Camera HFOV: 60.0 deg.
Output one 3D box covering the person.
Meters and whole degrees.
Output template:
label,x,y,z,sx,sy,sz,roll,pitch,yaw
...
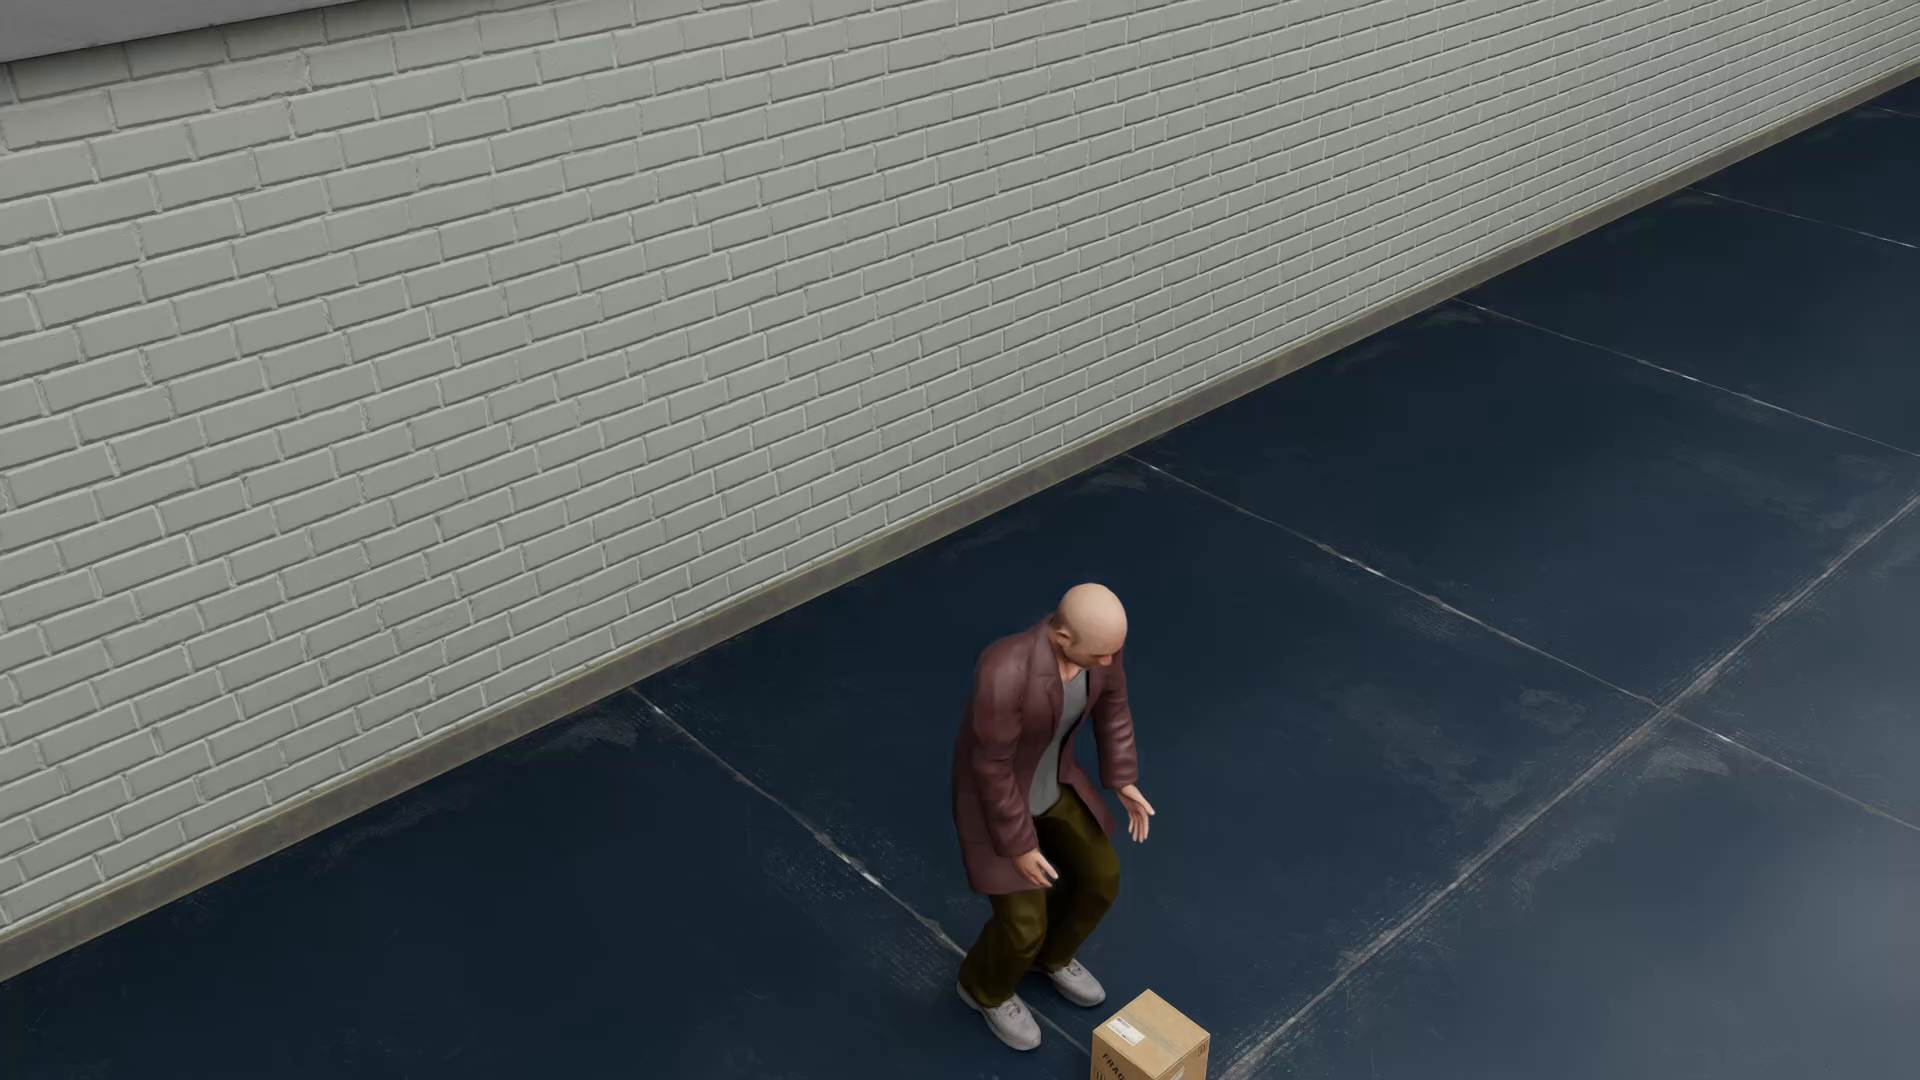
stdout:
label,x,y,z,sx,sy,sz,roll,pitch,yaw
person,0.266,0.835,5.021,0.627,1.531,0.636,-25,39,-35
